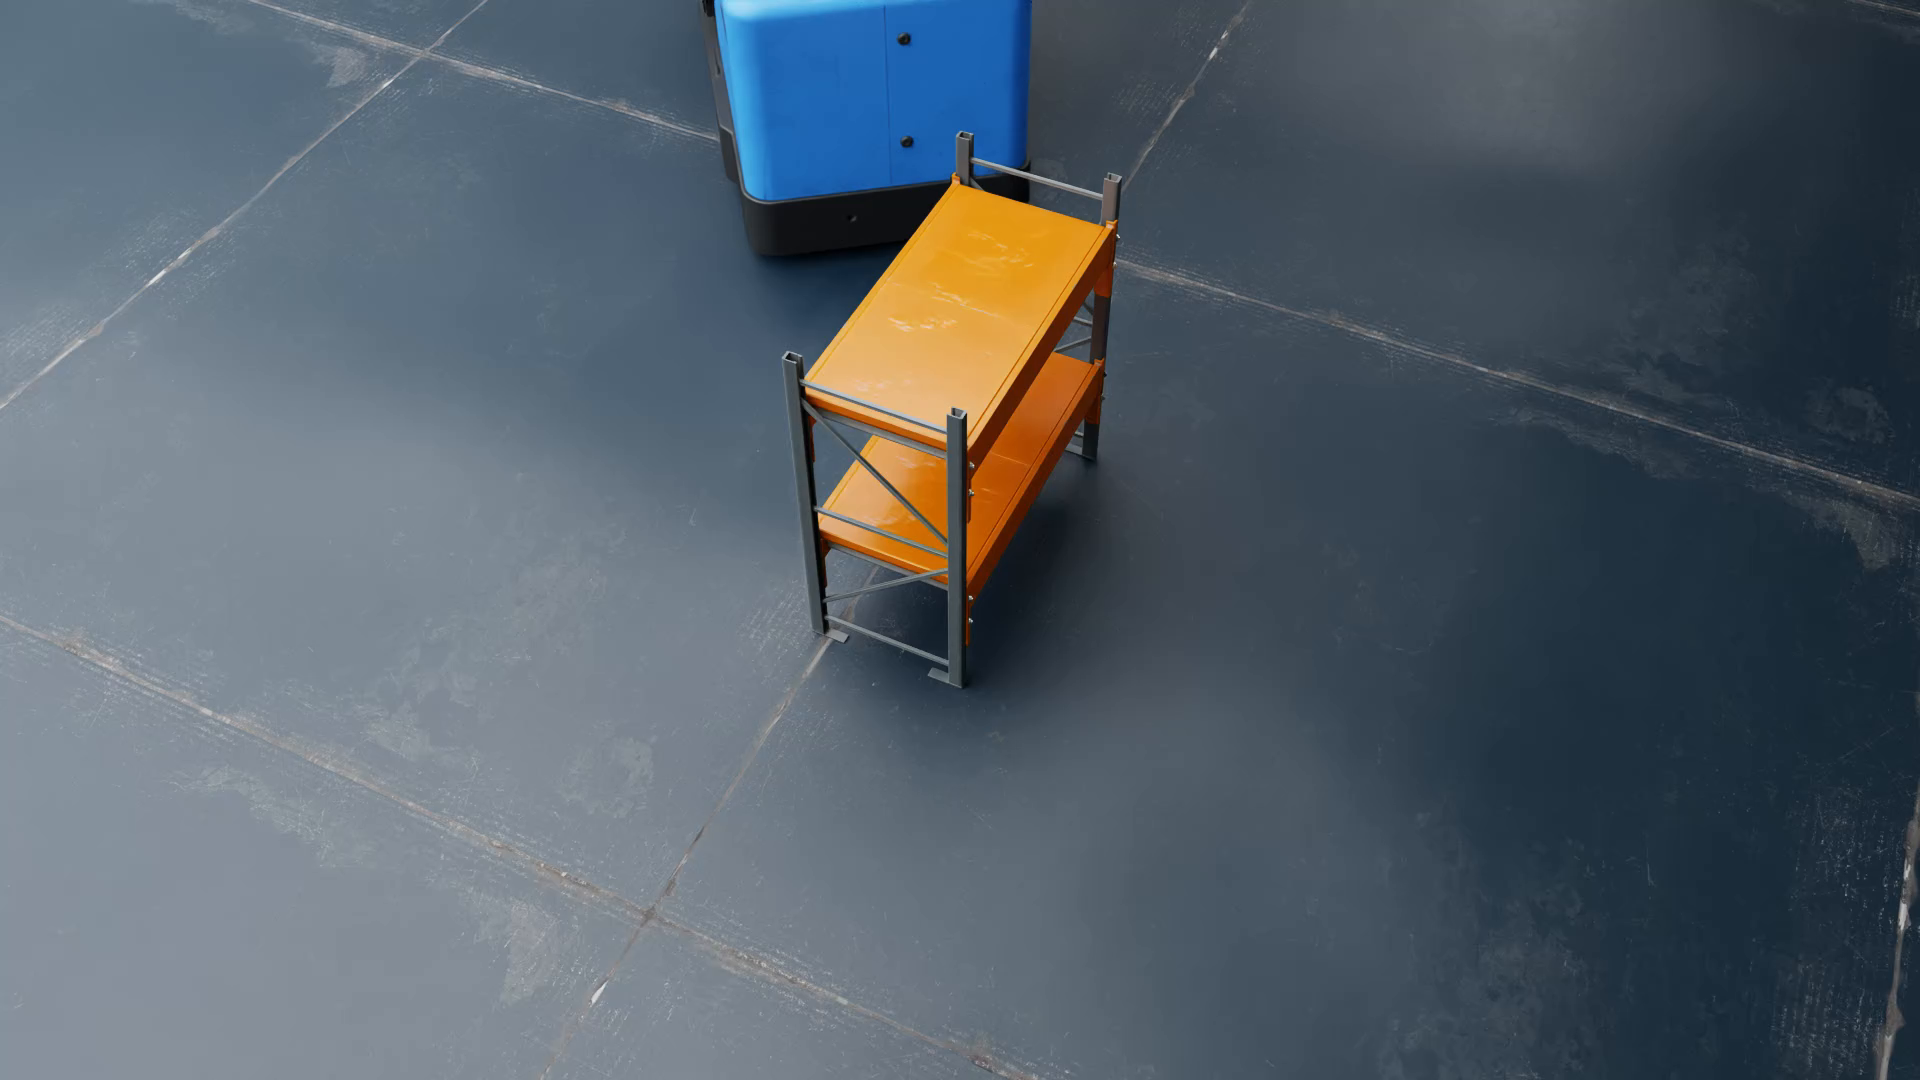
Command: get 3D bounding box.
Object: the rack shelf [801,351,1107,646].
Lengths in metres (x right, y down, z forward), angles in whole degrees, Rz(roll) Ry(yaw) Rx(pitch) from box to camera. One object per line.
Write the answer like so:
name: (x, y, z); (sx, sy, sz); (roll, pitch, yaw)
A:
rack shelf: (0.003, -0.211, 5.012); (0.538, 0.278, 1.000); (20, 52, 16)

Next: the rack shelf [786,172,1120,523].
rack shelf: (0.003, -0.559, 4.603); (0.538, 0.278, 1.000); (20, 52, 16)

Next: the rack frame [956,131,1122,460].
rack frame: (0.220, -0.719, 5.123); (0.500, 1.125, 0.032); (20, 52, 16)

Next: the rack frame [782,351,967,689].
rack frame: (-0.214, -0.019, 4.528); (0.500, 1.125, 0.032); (20, 52, 16)

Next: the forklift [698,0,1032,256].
forklift: (-0.531, -3.125, 5.985); (1.130, 2.935, 3.031); (-8, 50, -7)

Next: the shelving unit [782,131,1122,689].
shelving unit: (0.003, -0.369, 4.826); (0.538, 1.125, 1.048); (20, 52, 16)
